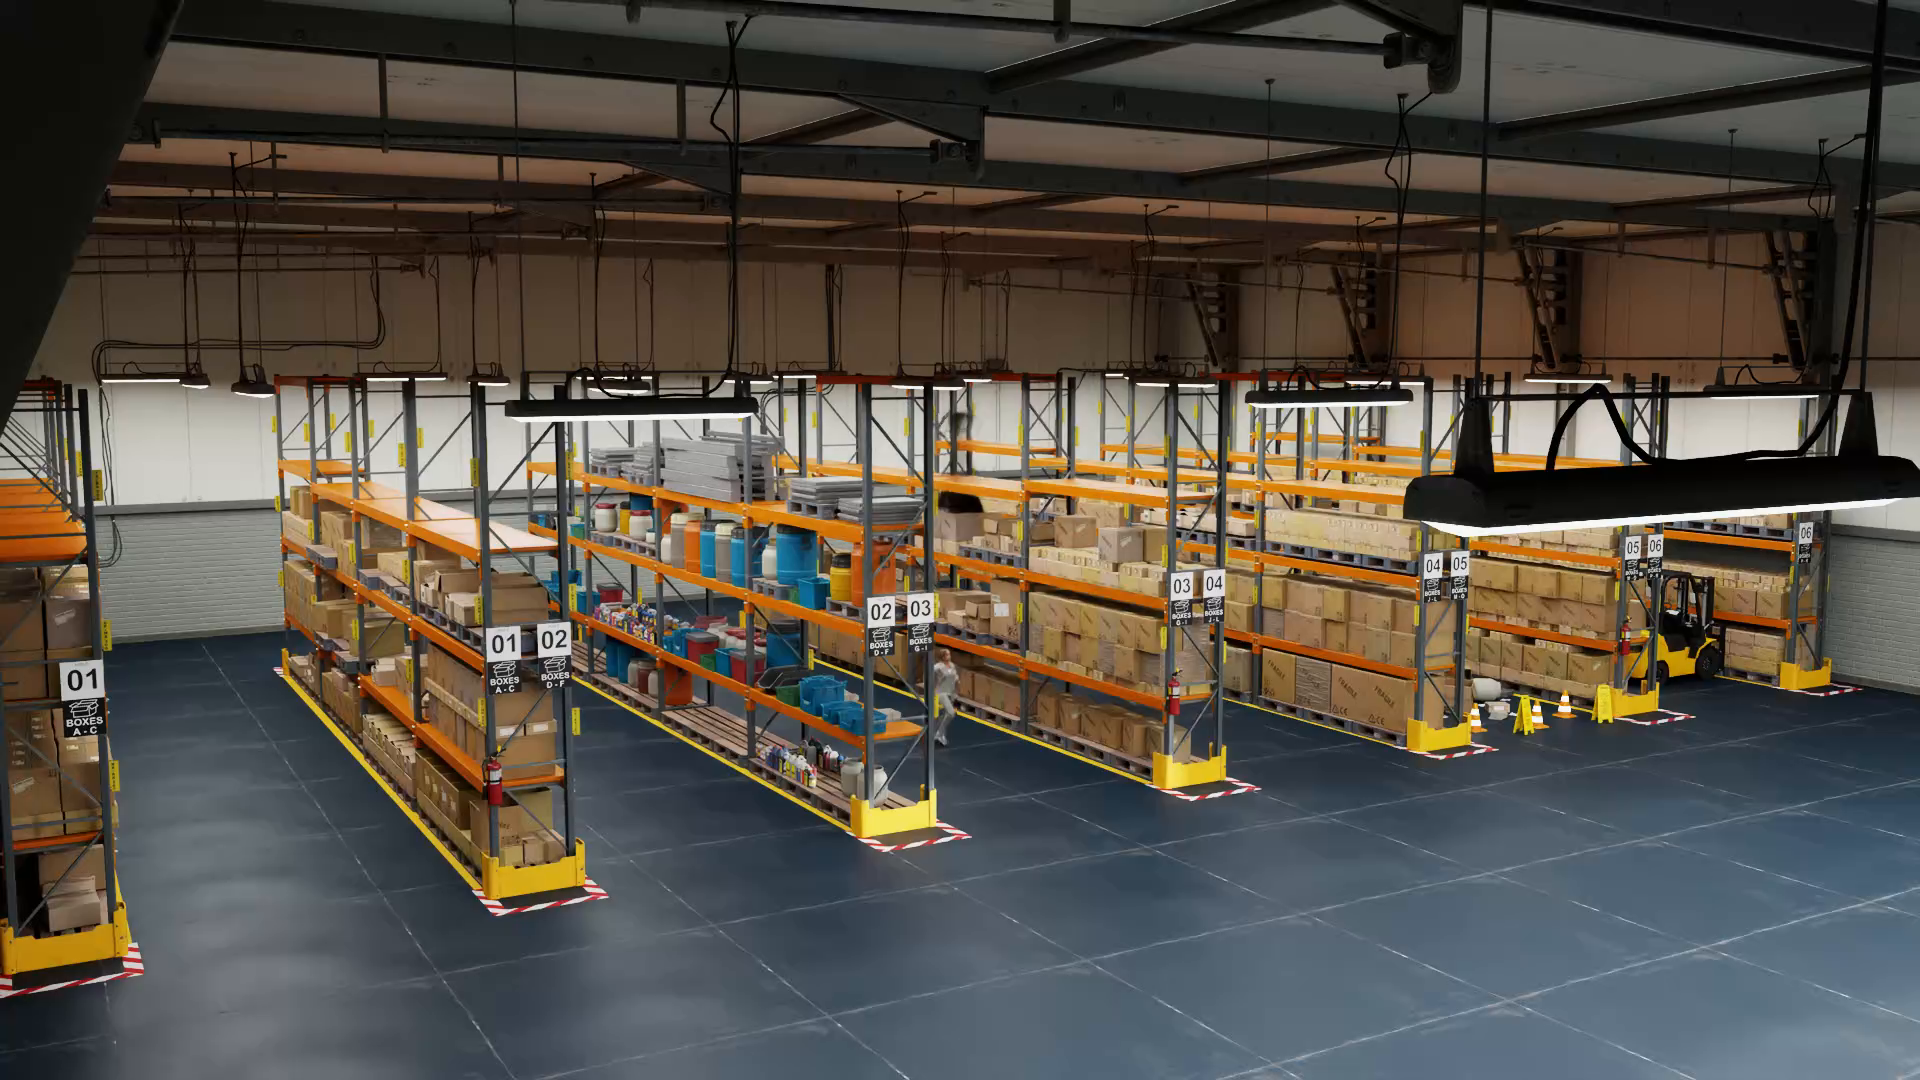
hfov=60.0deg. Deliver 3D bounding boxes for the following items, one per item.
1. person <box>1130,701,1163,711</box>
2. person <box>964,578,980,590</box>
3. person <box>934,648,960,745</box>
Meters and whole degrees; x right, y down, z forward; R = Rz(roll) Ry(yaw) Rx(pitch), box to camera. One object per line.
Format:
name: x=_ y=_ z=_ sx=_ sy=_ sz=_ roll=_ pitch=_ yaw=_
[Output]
person: x=3.418 y=2.160 z=29.742 sx=0.961 sy=1.782 sz=0.672 roll=6 pitch=8 yaw=42
person: x=0.373 y=0.805 z=42.962 sx=0.598 sy=1.685 sz=0.664 roll=-6 pitch=9 yaw=-43
person: x=-0.234 y=2.559 z=27.217 sx=0.662 sy=1.592 sz=0.506 roll=6 pitch=9 yaw=44
